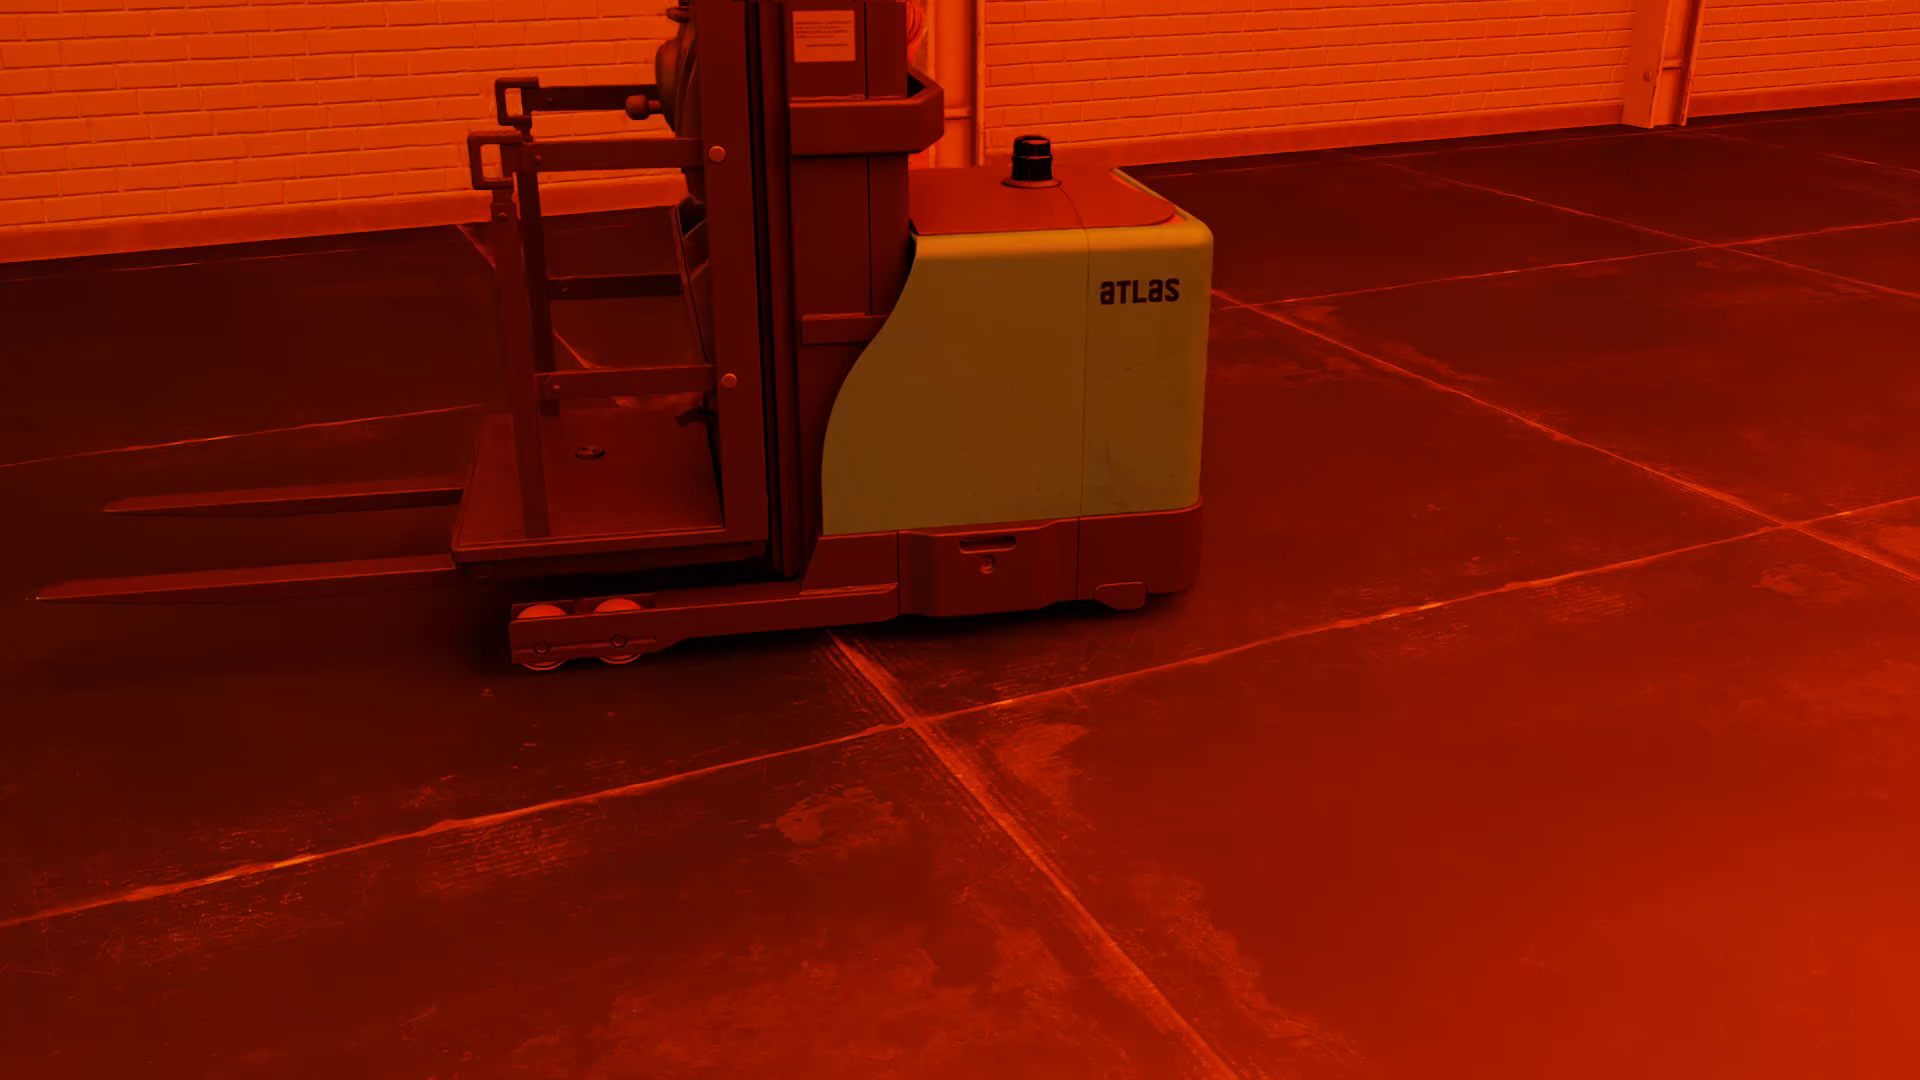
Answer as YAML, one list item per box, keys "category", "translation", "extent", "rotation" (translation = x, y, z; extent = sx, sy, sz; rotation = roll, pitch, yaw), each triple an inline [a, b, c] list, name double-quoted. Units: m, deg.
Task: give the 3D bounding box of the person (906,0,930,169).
- category: "person"
  translation: [-0.215, -1.164, 5.960]
  extent: [0.445, 1.514, 0.763]
  rotation: [-3, 23, -6]

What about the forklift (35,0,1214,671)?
- category: "forklift"
  translation: [-0.898, -1.236, 4.262]
  extent: [3.031, 2.935, 1.130]
  rotation: [-4, 23, -10]
